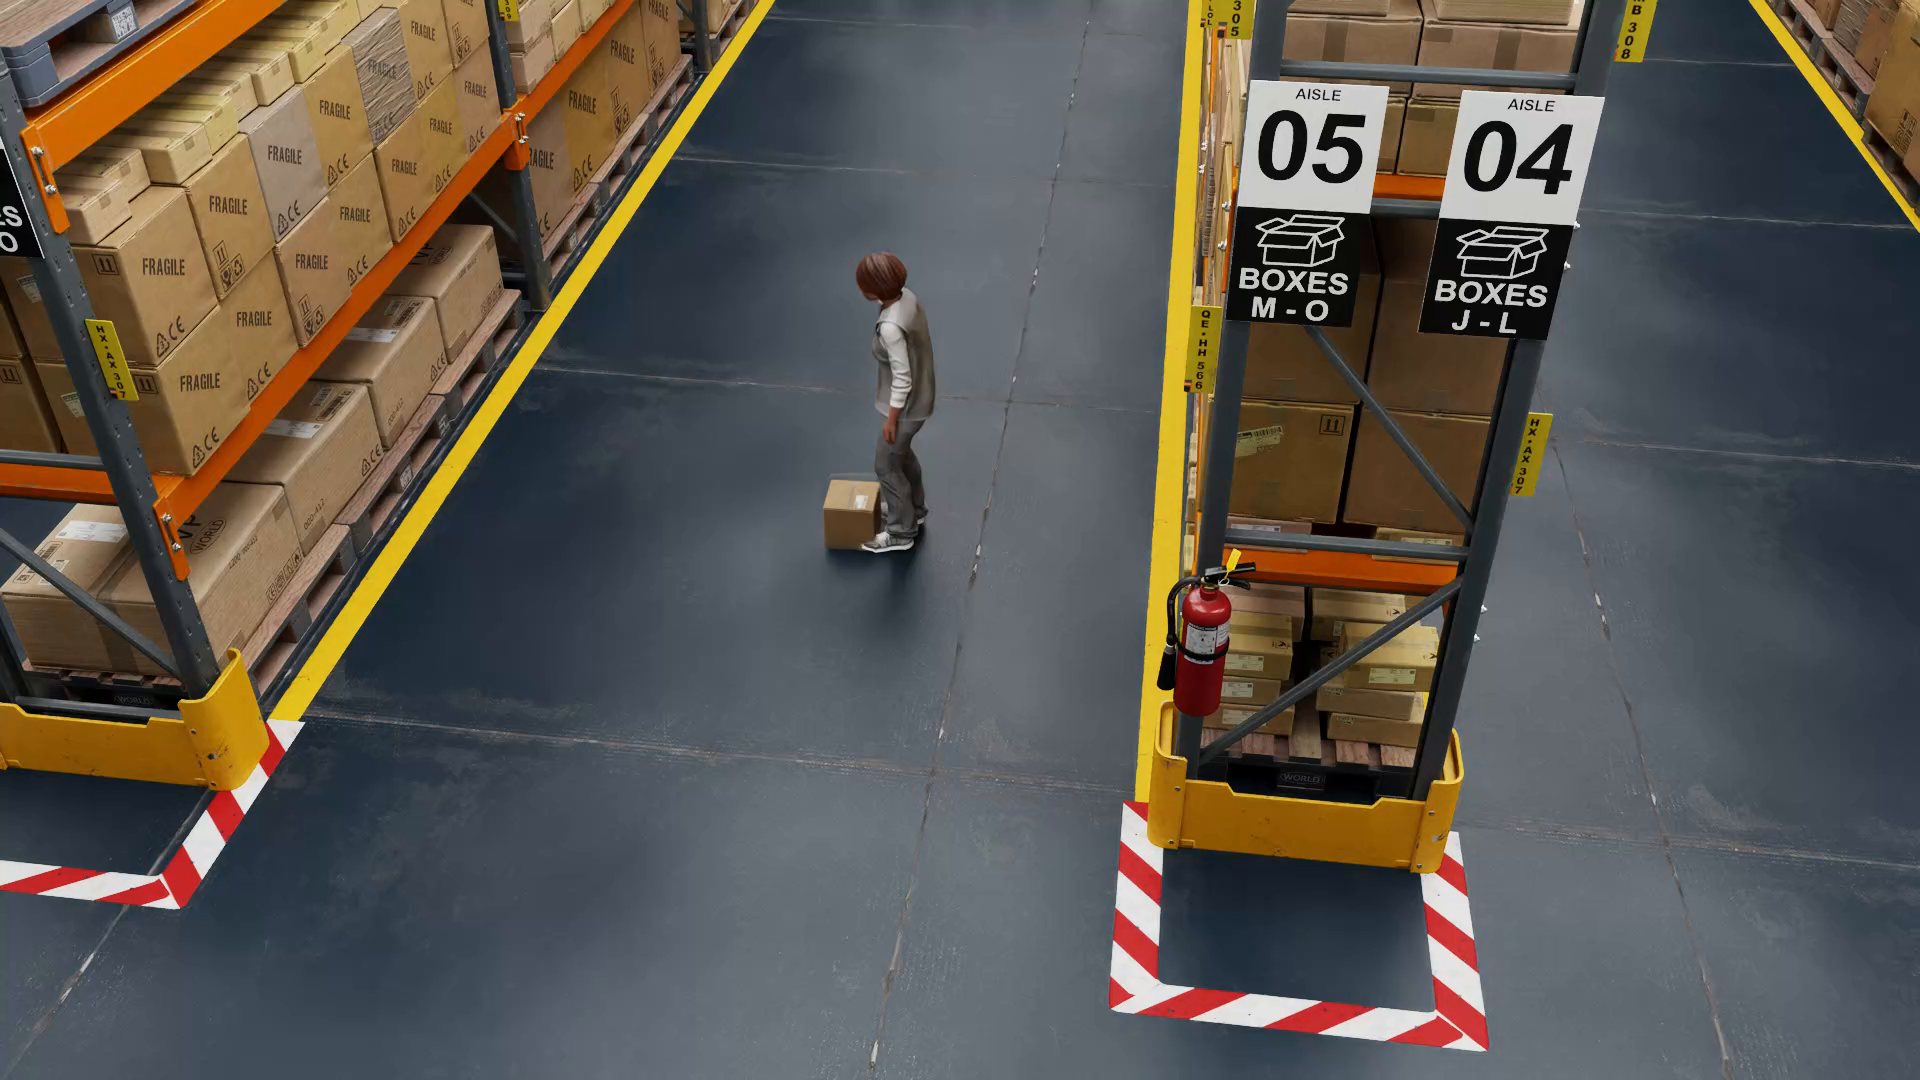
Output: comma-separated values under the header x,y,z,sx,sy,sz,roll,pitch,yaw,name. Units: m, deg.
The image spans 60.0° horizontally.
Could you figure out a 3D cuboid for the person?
x,y,z,sx,sy,sz,roll,pitch,yaw,name
-0.306,-0.646,7.925,0.377,1.580,0.469,3,37,4,person
